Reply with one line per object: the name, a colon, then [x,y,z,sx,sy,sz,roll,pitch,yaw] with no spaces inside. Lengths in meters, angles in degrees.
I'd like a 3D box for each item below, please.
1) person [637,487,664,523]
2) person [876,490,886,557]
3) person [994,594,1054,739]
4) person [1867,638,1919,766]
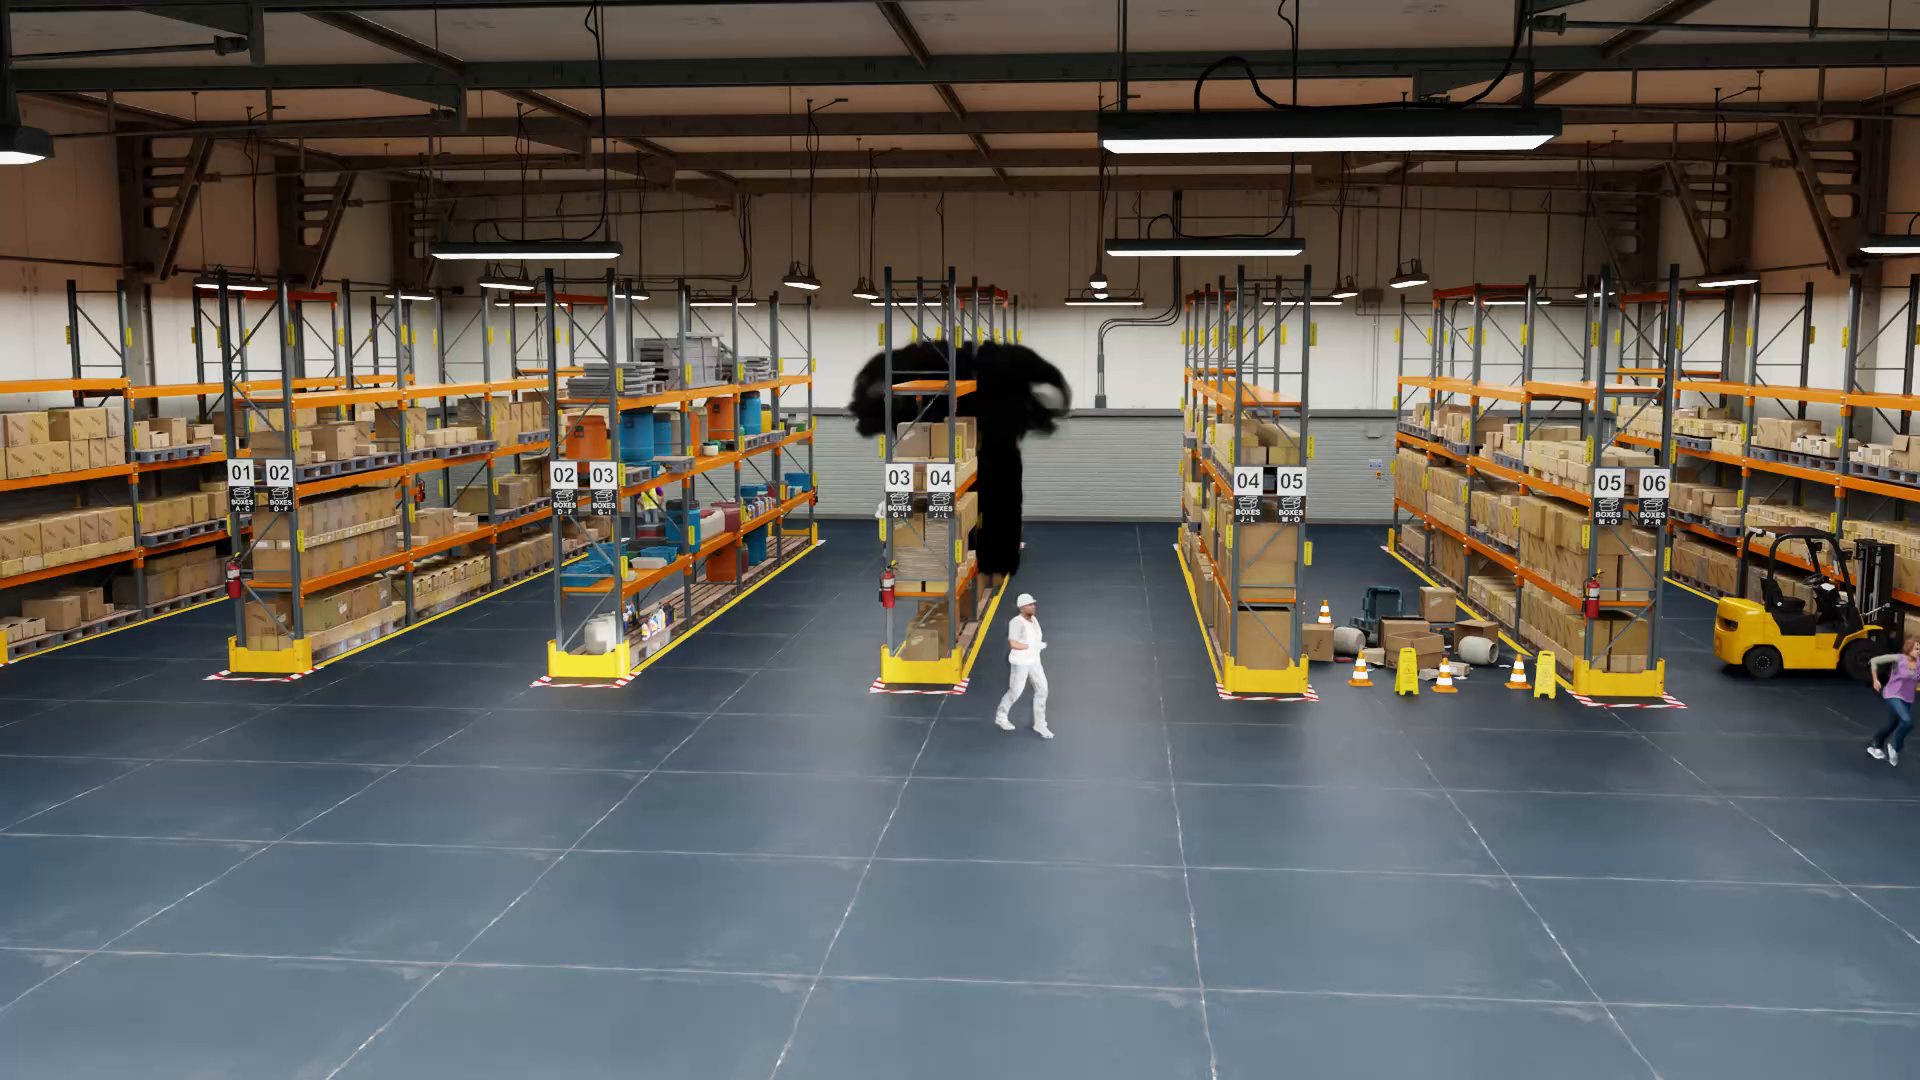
person: [-7.544,-0.748,40.368,0.731,1.718,0.543,-1,7,-11]
person: [-1.566,-0.322,37.080,0.625,1.654,0.723,0,7,-3]
person: [0.784,1.579,20.894,0.815,1.835,0.662,5,9,38]
person: [10.948,1.874,19.415,0.526,1.507,0.837,-1,7,-12]
